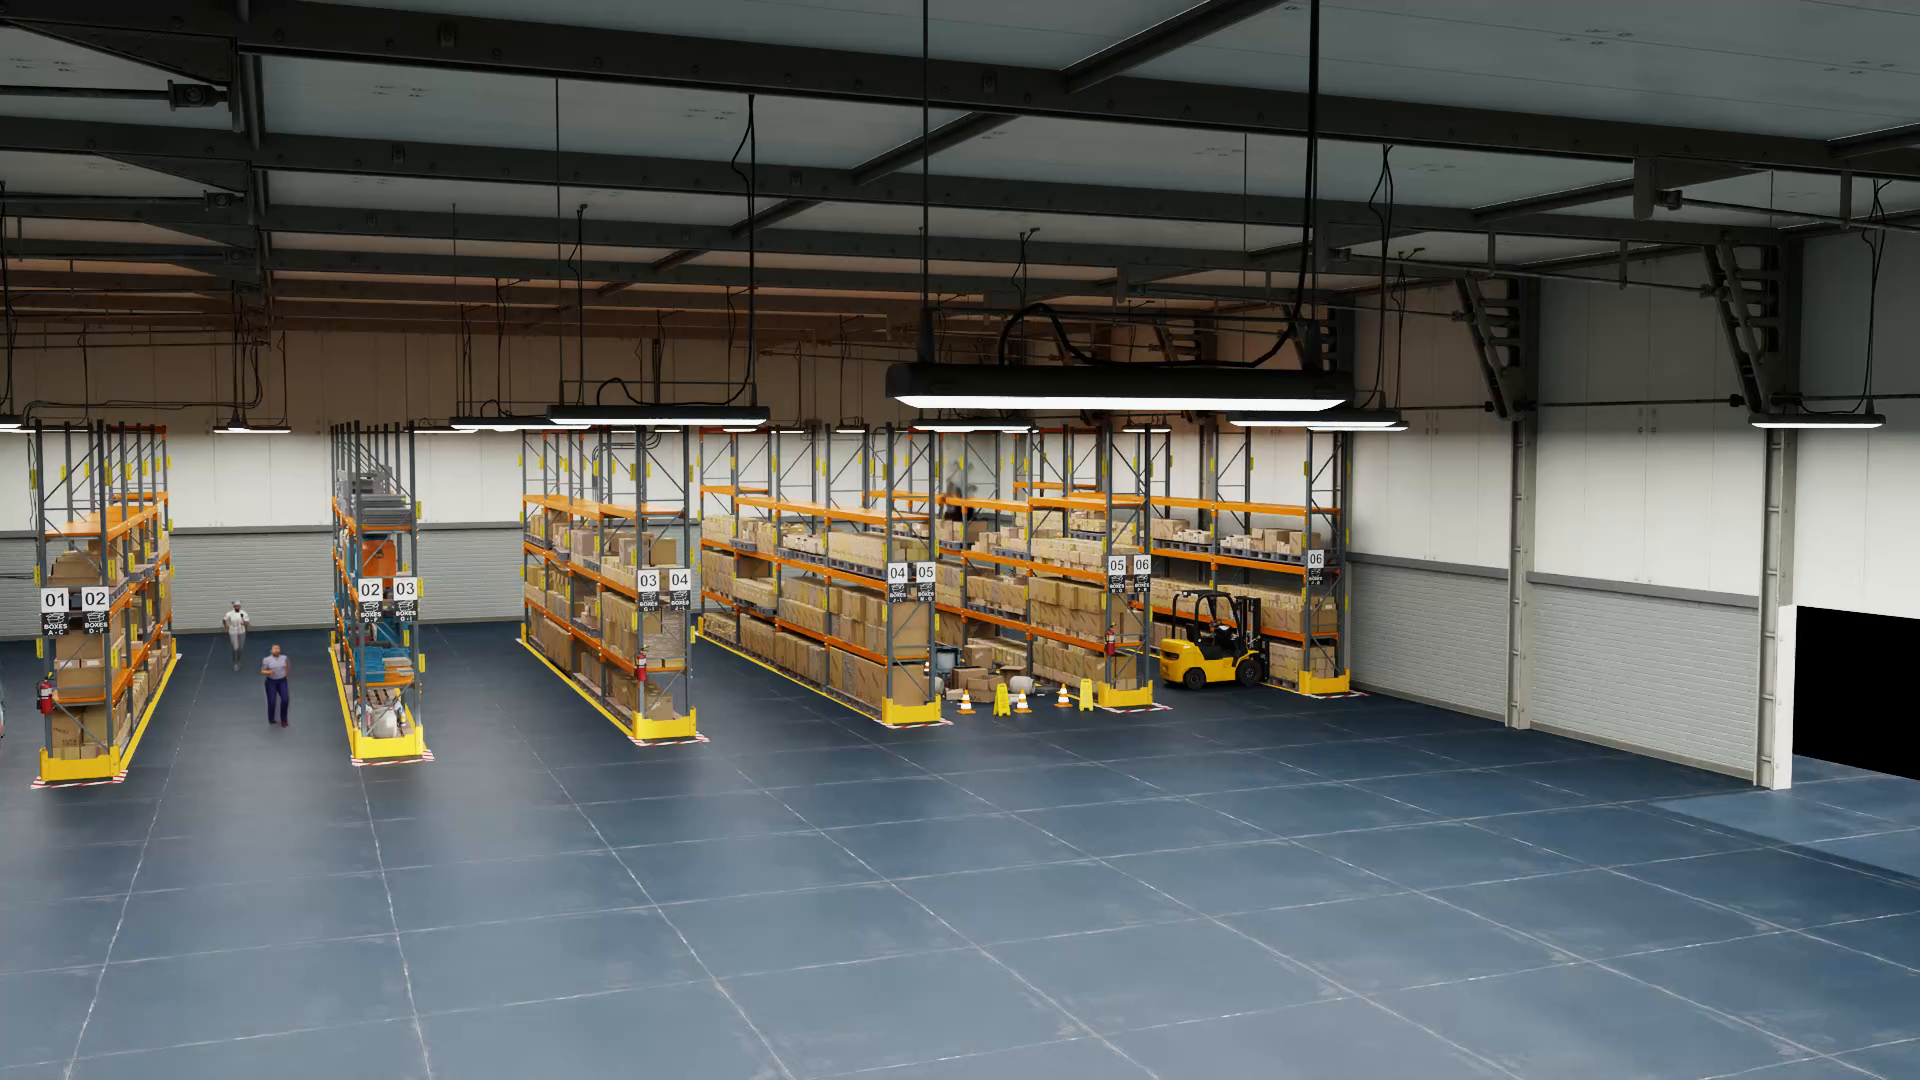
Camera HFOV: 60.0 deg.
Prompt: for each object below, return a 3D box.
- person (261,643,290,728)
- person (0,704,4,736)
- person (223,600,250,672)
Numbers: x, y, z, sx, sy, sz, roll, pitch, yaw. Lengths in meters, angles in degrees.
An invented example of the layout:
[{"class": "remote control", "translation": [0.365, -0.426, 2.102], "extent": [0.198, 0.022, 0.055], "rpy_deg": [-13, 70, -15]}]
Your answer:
[{"class": "person", "translation": [-13.446, 2.876, 32.722], "extent": [0.554, 1.675, 0.759], "rpy_deg": [-2, 4, -30]}, {"class": "person", "translation": [-15.853, 3.154, 26.948], "extent": [0.729, 1.765, 0.941], "rpy_deg": [-3, 5, -41]}, {"class": "person", "translation": [-17.703, 2.339, 40.728], "extent": [0.545, 1.754, 0.752], "rpy_deg": [-3, 4, -37]}]
